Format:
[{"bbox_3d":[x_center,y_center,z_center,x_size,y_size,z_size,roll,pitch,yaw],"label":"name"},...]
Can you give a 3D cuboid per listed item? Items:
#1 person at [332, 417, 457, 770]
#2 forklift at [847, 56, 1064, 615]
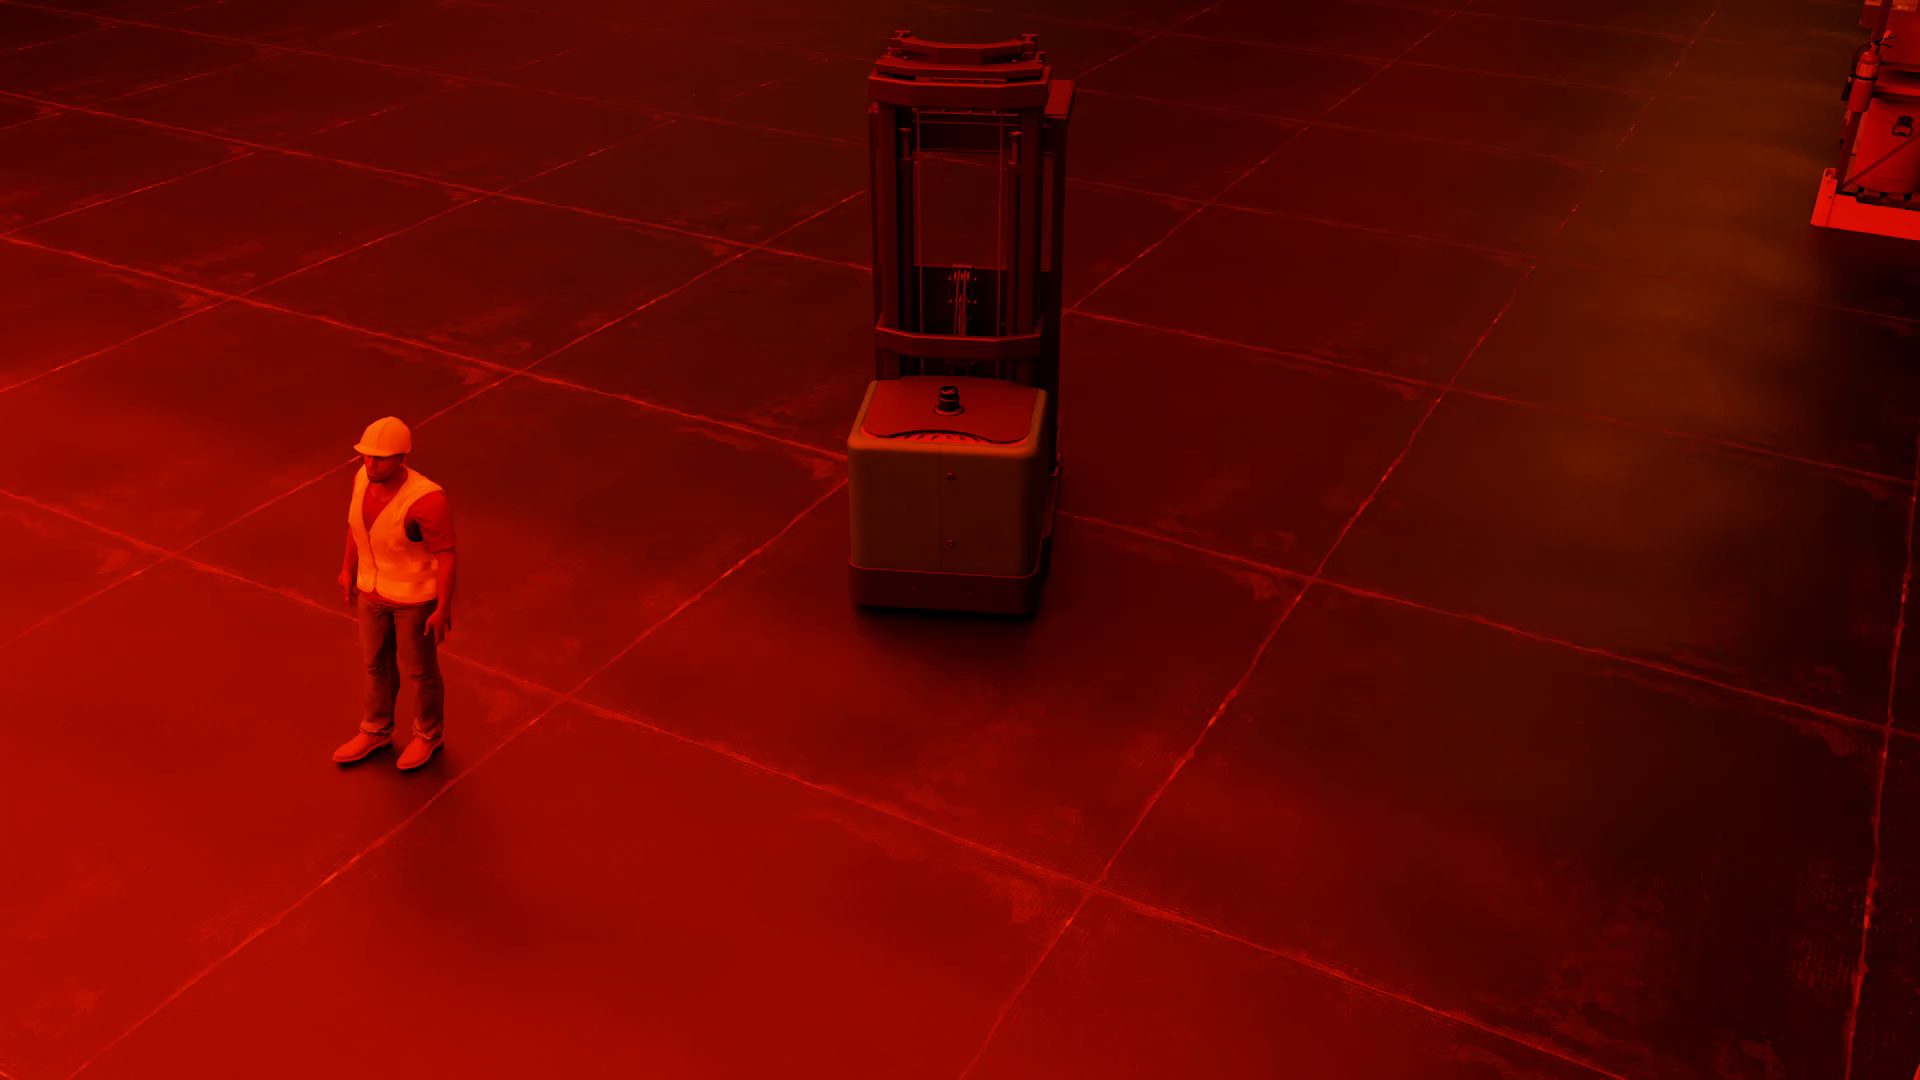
[{"bbox_3d":[-2.663,0.275,7.746,0.665,1.768,0.575,16,33,25],"label":"person"},{"bbox_3d":[0.007,-1.262,9.346,1.129,2.843,1.939,3,30,6],"label":"forklift"}]
